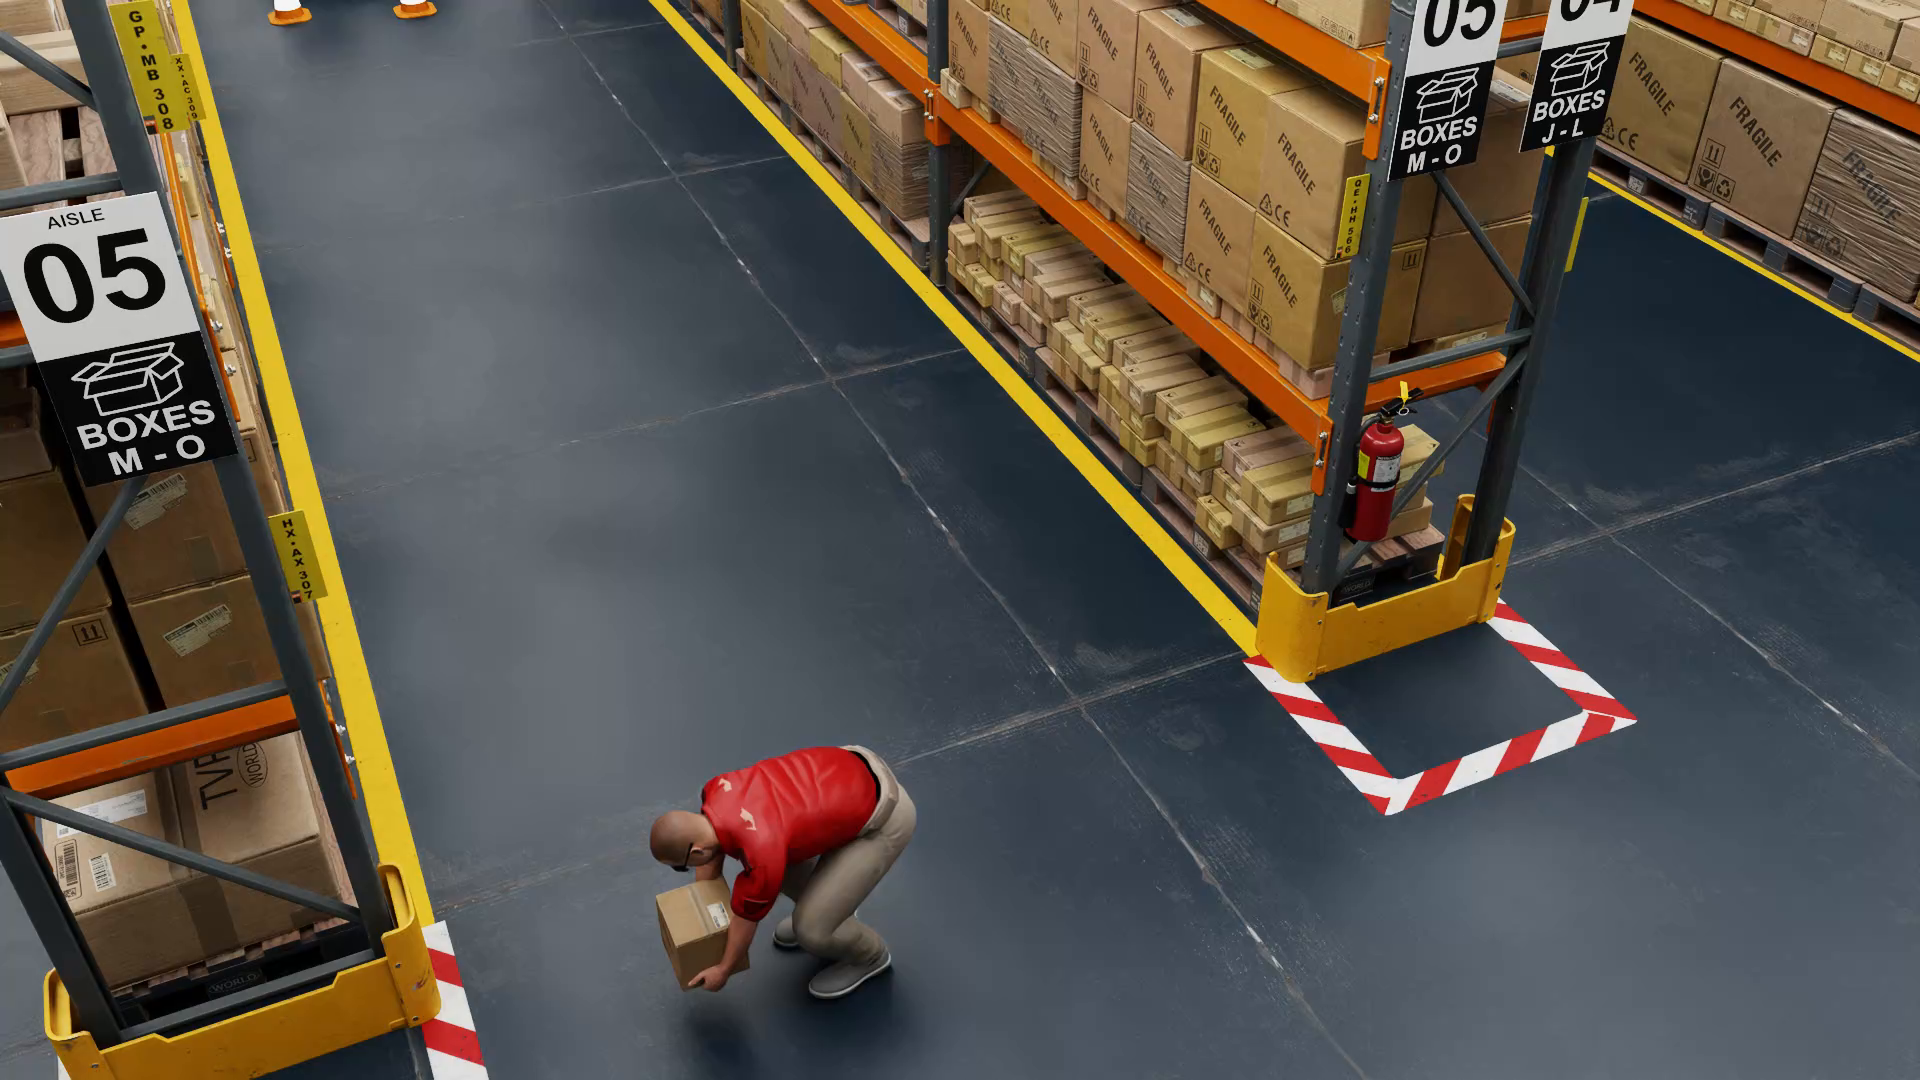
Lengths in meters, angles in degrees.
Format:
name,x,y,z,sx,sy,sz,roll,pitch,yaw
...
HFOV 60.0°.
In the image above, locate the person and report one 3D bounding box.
name,x,y,z,sx,sy,sz,roll,pitch,yaw
person,-0.609,1.194,5.899,0.940,0.994,0.534,-18,40,-22
